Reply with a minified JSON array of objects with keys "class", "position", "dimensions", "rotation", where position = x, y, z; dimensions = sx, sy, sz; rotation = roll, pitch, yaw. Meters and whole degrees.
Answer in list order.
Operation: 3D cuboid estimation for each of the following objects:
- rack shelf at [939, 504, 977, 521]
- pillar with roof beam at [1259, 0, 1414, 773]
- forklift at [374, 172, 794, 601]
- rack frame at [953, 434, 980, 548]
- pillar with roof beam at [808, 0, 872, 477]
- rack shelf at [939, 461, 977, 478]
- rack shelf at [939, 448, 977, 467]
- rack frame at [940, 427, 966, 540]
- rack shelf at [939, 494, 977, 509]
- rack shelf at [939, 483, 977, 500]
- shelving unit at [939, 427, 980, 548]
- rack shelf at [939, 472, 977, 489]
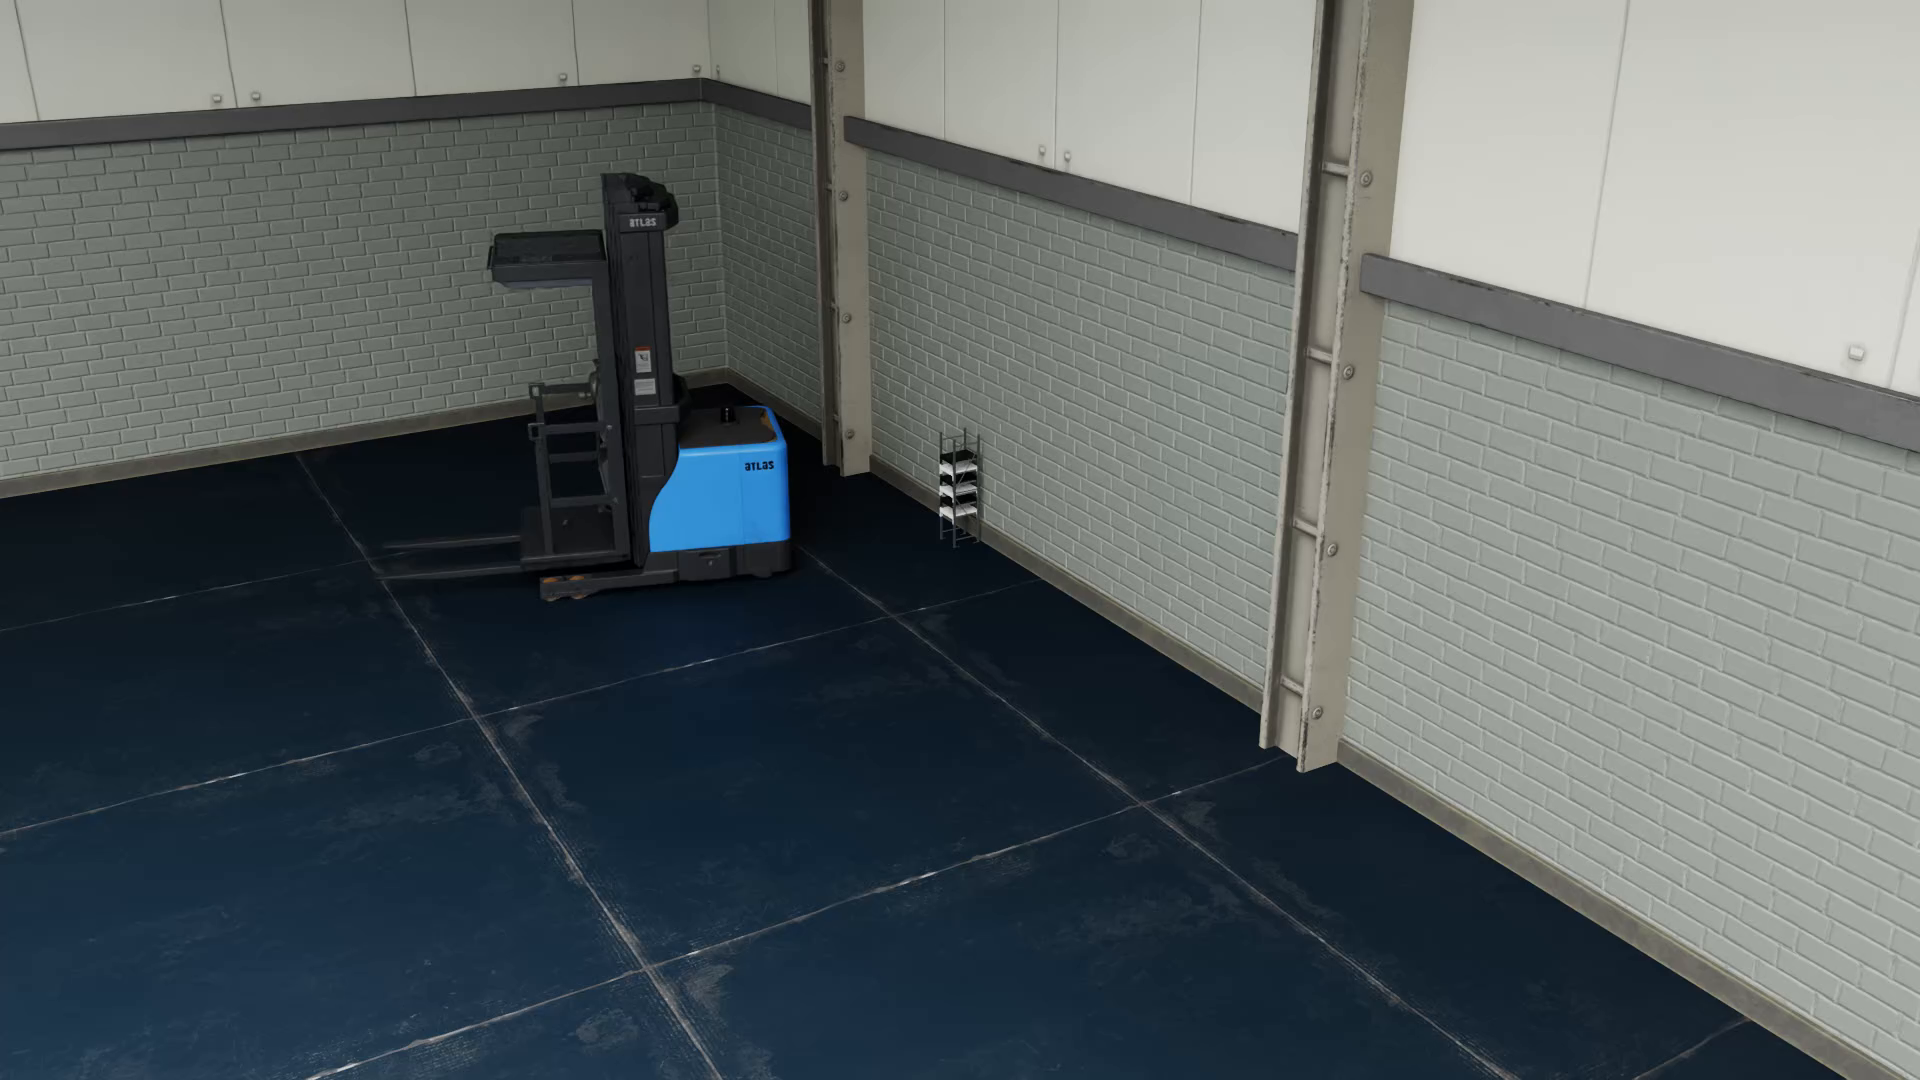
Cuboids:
[{"class":"rack shelf","position":[-0.002,-0.214,13.178],"dimensions":[0.258,0.077,0.200],"rotation":[-13,25,-29]},{"class":"pillar with roof beam","position":[-1.640,-2.050,6.372],"dimensions":[9.100,9.000,0.400],"rotation":[-13,25,-28]},{"class":"forklift","position":[-2.833,-1.128,12.161],"dimensions":[3.031,2.935,1.130],"rotation":[-5,23,-12]},{"class":"rack frame","position":[0.051,-0.379,13.017],"dimensions":[0.240,0.900,0.006],"rotation":[-13,25,-29]},{"class":"pillar with roof beam","position":[-4.705,-3.993,11.151],"dimensions":[9.100,9.000,0.400],"rotation":[-13,25,-28]},{"class":"rack shelf","position":[-0.002,-0.548,13.042],"dimensions":[0.258,0.077,0.200],"rotation":[-13,25,-29]},{"class":"rack shelf","position":[-0.002,-0.631,13.008],"dimensions":[0.258,0.077,0.200],"rotation":[-13,25,-29]},{"class":"rack frame","position":[-0.055,-0.445,13.178],"dimensions":[0.240,0.900,0.006],"rotation":[-13,25,-29]},{"class":"rack shelf","position":[-0.002,-0.298,13.144],"dimensions":[0.258,0.077,0.200],"rotation":[-13,25,-29]},{"class":"rack shelf","position":[-0.002,-0.381,13.110],"dimensions":[0.258,0.077,0.200],"rotation":[-13,25,-29]},{"class":"shelving unit","position":[-0.002,-0.412,13.097],"dimensions":[0.258,0.900,0.210],"rotation":[-13,25,-29]},{"class":"rack shelf","position":[-0.002,-0.465,13.076],"dimensions":[0.258,0.077,0.200],"rotation":[-13,25,-29]}]
